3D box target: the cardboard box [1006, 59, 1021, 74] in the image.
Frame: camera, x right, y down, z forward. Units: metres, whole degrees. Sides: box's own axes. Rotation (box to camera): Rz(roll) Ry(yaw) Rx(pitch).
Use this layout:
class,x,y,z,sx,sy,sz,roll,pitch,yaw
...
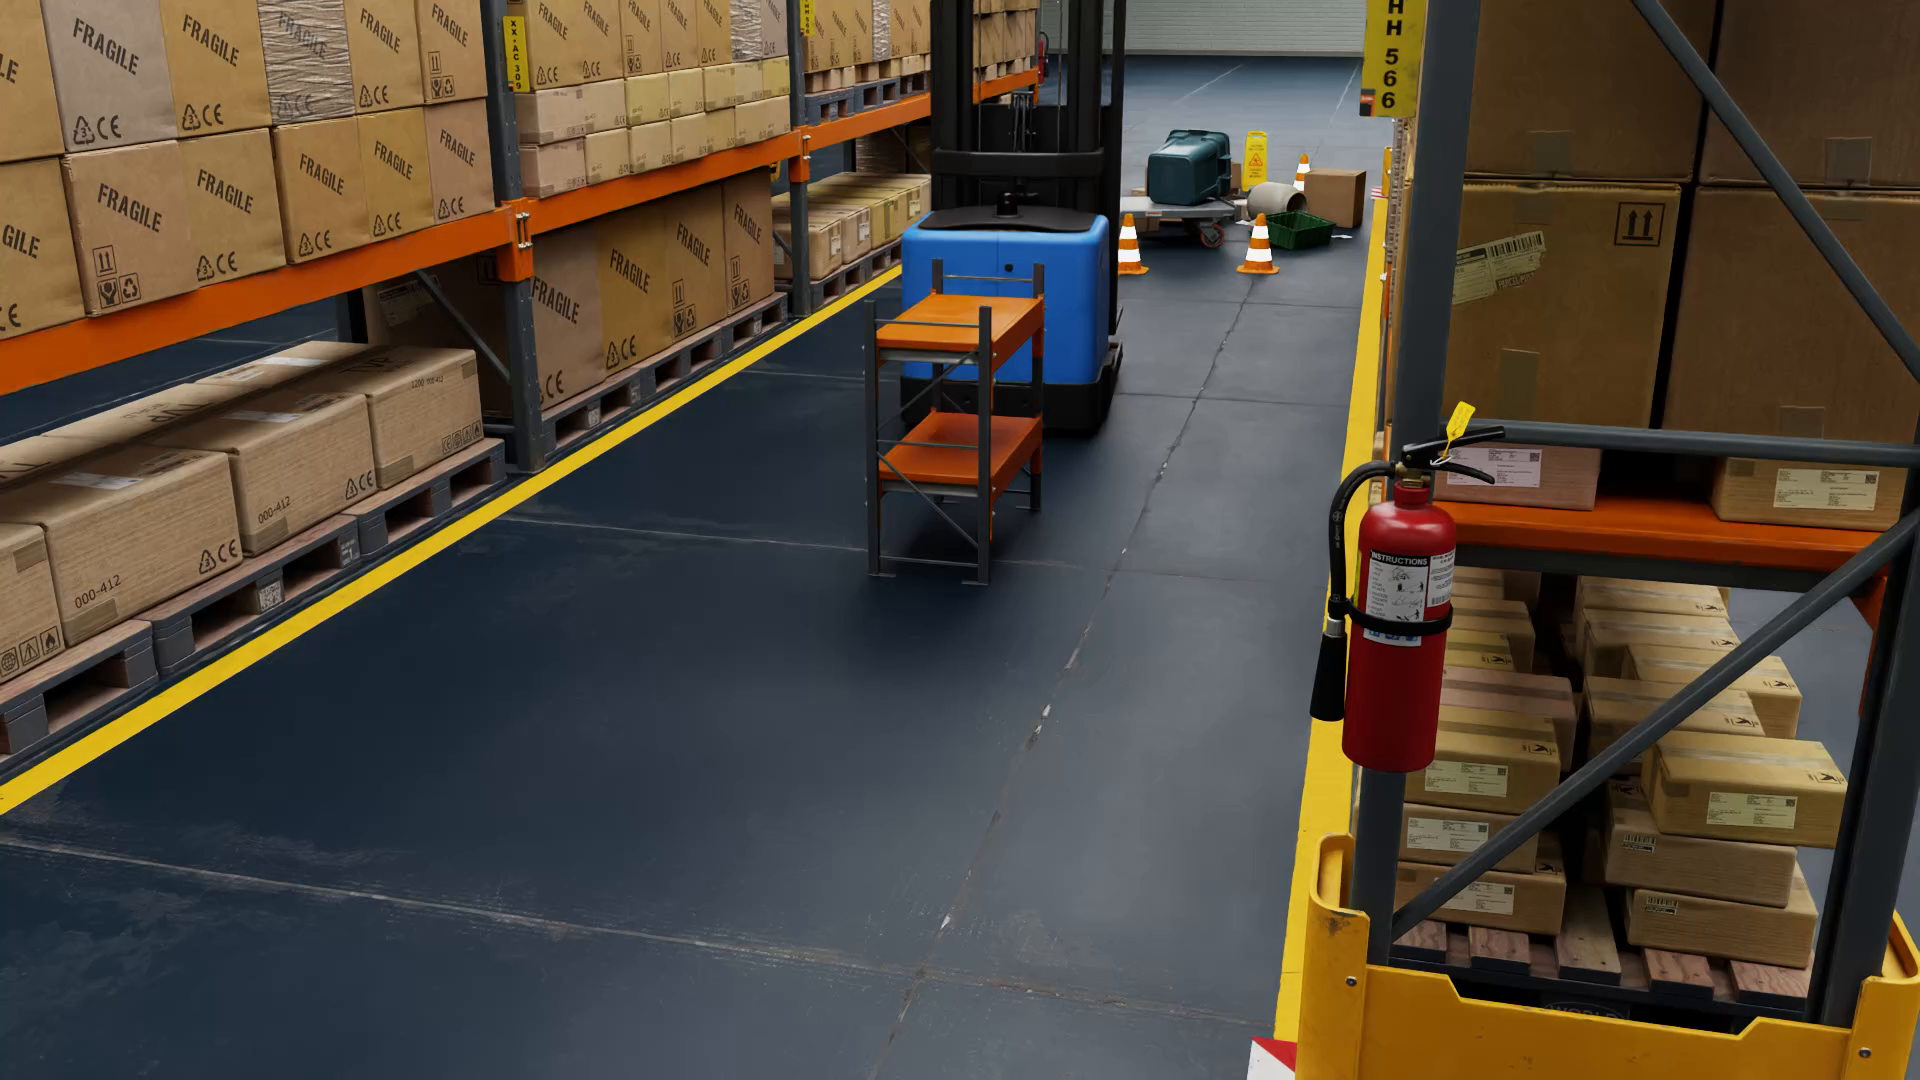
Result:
class,x,y,z,sx,sy,sz,roll,pitch,yaw
cardboard box,0.437,-5.045,17.705,0.380,0.149,0.250,5,19,14

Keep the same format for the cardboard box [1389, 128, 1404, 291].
class,x,y,z,sx,sy,sz,roll,pitch,yaw
cardboard box,1.546,-0.999,4.856,0.500,0.500,0.500,6,20,16

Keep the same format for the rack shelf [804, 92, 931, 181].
class,x,y,z,sx,sy,sz,roll,pitch,yaw
rack shelf,-1.073,-3.326,13.399,1.077,0.370,4.000,5,19,13

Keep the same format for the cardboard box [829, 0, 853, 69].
class,x,y,z,sx,sy,sz,roll,pitch,yaw
cardboard box,-1.107,-3.713,12.154,0.500,0.500,0.500,6,20,16

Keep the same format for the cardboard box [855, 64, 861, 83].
class,x,y,z,sx,sy,sz,roll,pitch,yaw
cardboard box,-0.987,-3.633,12.922,0.380,0.149,0.250,5,20,16

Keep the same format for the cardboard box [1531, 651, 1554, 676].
class,x,y,z,sx,sy,sz,roll,pitch,yaw
cardboard box,1.451,0.409,4.649,0.380,0.149,0.250,4,19,13

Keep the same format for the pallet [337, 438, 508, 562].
class,x,y,z,sx,sy,sz,roll,pitch,yaw
pallet,-2.801,-0.234,7.548,1.003,0.211,1.213,5,19,13

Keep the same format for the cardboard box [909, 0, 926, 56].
class,x,y,z,sx,sy,sz,roll,pitch,yaw
cardboard box,-0.595,-4.362,14.053,0.500,0.500,0.500,5,19,14

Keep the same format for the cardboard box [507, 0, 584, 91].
class,x,y,z,sx,sy,sz,roll,pitch,yaw
cardboard box,-2.153,-2.422,7.936,0.500,0.500,0.500,5,19,14

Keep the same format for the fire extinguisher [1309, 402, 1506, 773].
class,x,y,z,sx,sy,sz,roll,pitch,yaw
fire extinguisher,0.799,0.082,3.003,0.296,0.674,0.183,5,19,13

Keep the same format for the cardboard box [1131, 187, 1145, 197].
class,x,y,z,sx,sy,sz,roll,pitch,yaw
cardboard box,2.031,-3.628,17.580,0.380,0.149,0.250,17,25,41

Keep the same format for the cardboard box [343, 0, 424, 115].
class,x,y,z,sx,sy,sz,roll,pitch,yaw
cardboard box,-2.519,-1.979,6.638,0.500,0.500,0.500,4,19,13

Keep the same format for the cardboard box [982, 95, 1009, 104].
class,x,y,z,sx,sy,sz,roll,pitch,yaw
cardboard box,0.295,-4.554,17.320,0.380,0.149,0.250,6,20,16

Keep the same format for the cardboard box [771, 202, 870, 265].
class,x,y,z,sx,sy,sz,roll,pitch,yaw
cardboard box,-1.242,-2.403,12.999,0.950,0.372,0.625,4,19,12

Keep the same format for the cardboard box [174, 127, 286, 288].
class,x,y,z,sx,sy,sz,roll,pitch,yaw
cardboard box,-2.776,-1.185,5.861,0.500,0.500,0.500,5,20,15

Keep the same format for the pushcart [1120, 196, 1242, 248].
class,x,y,z,sx,sy,sz,roll,pitch,yaw
pushcart,1.639,-2.888,15.060,1.648,0.377,0.936,-2,19,-6

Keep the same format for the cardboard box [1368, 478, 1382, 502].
class,x,y,z,sx,sy,sz,roll,pitch,yaw
cardboard box,1.885,-0.188,6.858,0.380,0.149,0.250,4,19,11

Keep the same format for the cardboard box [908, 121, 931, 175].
class,x,y,z,sx,sy,sz,roll,pitch,yaw
cardboard box,-0.179,-3.710,15.852,0.500,0.500,0.500,6,20,16

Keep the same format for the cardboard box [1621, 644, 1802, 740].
class,x,y,z,sx,sy,sz,roll,pitch,yaw
cardboard box,1.902,0.393,4.236,0.380,0.149,0.250,5,19,13

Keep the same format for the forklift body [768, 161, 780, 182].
class,x,y,z,sx,sy,sz,roll,pitch,yaw
forklift body,-3.116,-4.798,17.908,2.313,2.155,1.214,5,19,13

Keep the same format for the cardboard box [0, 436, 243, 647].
class,x,y,z,sx,sy,sz,roll,pitch,yaw
cardboard box,-3.237,-0.021,5.923,0.875,0.438,0.875,5,20,15

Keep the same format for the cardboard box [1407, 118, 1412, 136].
class,x,y,z,sx,sy,sz,roll,pitch,yaw
cardboard box,1.303,-1.156,3.771,0.500,0.500,0.500,4,19,12

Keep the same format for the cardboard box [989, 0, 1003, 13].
class,x,y,z,sx,sy,sz,roll,pitch,yaw
cardboard box,0.028,-5.389,16.164,0.700,0.500,0.500,4,19,12

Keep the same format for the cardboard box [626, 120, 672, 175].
class,x,y,z,sx,sy,sz,roll,pitch,yaw
cardboard box,-1.910,-2.154,9.085,0.500,0.250,0.500,4,19,13

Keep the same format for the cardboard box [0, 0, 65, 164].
class,x,y,z,sx,sy,sz,roll,pitch,yaw
cardboard box,-3.004,-1.343,4.779,0.500,0.500,0.500,4,19,12

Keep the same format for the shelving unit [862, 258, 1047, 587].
class,x,y,z,sx,sy,sz,roll,pitch,yaw
shelving unit,-0.002,-0.530,7.000,0.538,1.125,1.048,5,19,13

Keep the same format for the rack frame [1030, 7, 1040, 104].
class,x,y,z,sx,sy,sz,roll,pitch,yaw
rack frame,0.393,-5.547,18.788,1.000,3.000,0.127,5,19,13

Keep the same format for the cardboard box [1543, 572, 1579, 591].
class,x,y,z,sx,sy,sz,roll,pitch,yaw
cardboard box,2.037,0.058,5.218,0.380,0.149,0.250,5,19,14

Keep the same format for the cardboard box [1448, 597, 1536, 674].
class,x,y,z,sx,sy,sz,roll,pitch,yaw
cardboard box,1.374,0.268,4.603,0.380,0.149,0.250,4,19,11

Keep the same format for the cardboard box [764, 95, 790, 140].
class,x,y,z,sx,sy,sz,roll,pitch,yaw
cardboard box,-1.434,-2.790,10.947,0.500,0.250,0.500,4,19,11

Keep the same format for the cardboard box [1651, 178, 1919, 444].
class,x,y,z,sx,sy,sz,roll,pitch,yaw
cardboard box,1.686,-0.480,3.338,0.500,0.500,0.500,6,20,16

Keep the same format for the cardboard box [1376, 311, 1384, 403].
class,x,y,z,sx,sy,sz,roll,pitch,yaw
cardboard box,2.348,-0.855,8.269,0.500,0.500,0.500,4,19,12

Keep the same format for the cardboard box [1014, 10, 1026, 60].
class,x,y,z,sx,sy,sz,roll,pitch,yaw
cardboard box,0.400,-5.387,17.704,0.500,0.500,0.500,5,19,14

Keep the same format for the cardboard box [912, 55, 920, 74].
class,x,y,z,sx,sy,sz,roll,pitch,yaw
cardboard box,-0.552,-4.026,14.072,0.380,0.149,0.250,4,19,12

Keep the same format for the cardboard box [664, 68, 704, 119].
class,x,y,z,sx,sy,sz,roll,pitch,yaw
cardboard box,-1.787,-2.548,9.465,0.500,0.250,0.500,4,19,12

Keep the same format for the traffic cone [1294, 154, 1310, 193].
class,x,y,z,sx,sy,sz,roll,pitch,yaw
traffic cone,3.711,-3.933,17.988,0.336,0.463,0.334,5,19,13

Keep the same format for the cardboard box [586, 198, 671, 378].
class,x,y,z,sx,sy,sz,roll,pitch,yaw
cardboard box,-2.252,-1.464,9.470,0.875,0.875,0.875,5,20,15

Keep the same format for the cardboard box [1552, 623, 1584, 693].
class,x,y,z,sx,sy,sz,roll,pitch,yaw
cardboard box,1.921,0.365,4.780,0.380,0.149,0.250,4,19,11

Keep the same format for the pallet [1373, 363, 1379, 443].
class,x,y,z,sx,sy,sz,roll,pitch,yaw
pallet,2.770,-0.735,9.013,1.003,0.211,1.213,5,19,13

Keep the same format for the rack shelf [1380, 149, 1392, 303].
class,x,y,z,sx,sy,sz,roll,pitch,yaw
rack shelf,2.774,-1.713,8.676,1.077,0.370,4.000,5,19,13

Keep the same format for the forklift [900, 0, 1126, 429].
class,x,y,z,sx,sy,sz,roll,pitch,yaw
forklift,0.413,-2.398,9.673,1.130,2.935,3.031,3,19,8

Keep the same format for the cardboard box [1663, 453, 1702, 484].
class,x,y,z,sx,sy,sz,roll,pitch,yaw
cardboard box,1.727,-0.213,3.559,0.380,0.149,0.250,5,20,15

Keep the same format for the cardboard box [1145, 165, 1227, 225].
class,x,y,z,sx,sy,sz,roll,pitch,yaw
cardboard box,2.198,-3.386,16.113,0.797,0.637,0.503,5,19,13

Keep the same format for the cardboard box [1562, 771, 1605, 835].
class,x,y,z,sx,sy,sz,roll,pitch,yaw
cardboard box,1.785,0.671,4.342,0.380,0.149,0.250,5,19,14

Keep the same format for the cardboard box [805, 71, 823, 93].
class,x,y,z,sx,sy,sz,roll,pitch,yaw
cardboard box,-1.201,-3.293,11.927,0.380,0.149,0.250,3,19,10

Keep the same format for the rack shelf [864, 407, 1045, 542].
class,x,y,z,sx,sy,sz,roll,pitch,yaw
rack shelf,-0.002,-0.299,7.079,0.538,0.278,1.000,5,19,13

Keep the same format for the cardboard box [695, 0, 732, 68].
class,x,y,z,sx,sy,sz,roll,pitch,yaw
cardboard box,-1.680,-3.061,9.807,0.500,0.500,0.500,5,19,13

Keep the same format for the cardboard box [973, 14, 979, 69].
class,x,y,z,sx,sy,sz,roll,pitch,yaw
cardboard box,-0.107,-4.757,15.859,0.500,0.500,0.500,5,19,13

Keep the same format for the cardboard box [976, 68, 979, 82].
class,x,y,z,sx,sy,sz,roll,pitch,yaw
cardboard box,-0.021,-4.578,16.339,0.380,0.149,0.250,5,19,13

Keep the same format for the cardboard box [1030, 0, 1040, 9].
class,x,y,z,sx,sy,sz,roll,pitch,yaw
cardboard box,0.480,-6.031,18.043,0.700,0.500,0.500,4,19,12

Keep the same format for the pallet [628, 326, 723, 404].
class,x,y,z,sx,sy,sz,roll,pitch,yaw
pallet,-2.128,-1.098,10.076,1.003,0.211,1.213,5,19,13

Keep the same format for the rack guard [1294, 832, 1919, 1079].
class,x,y,z,sx,sy,sz,roll,pitch,yaw
rack guard,1.327,0.986,3.528,1.175,0.500,0.348,5,19,13

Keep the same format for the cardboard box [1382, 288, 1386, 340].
class,x,y,z,sx,sy,sz,roll,pitch,yaw
cardboard box,2.222,-1.051,7.682,0.500,0.250,0.500,4,19,12

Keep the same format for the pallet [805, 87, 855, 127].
class,x,y,z,sx,sy,sz,roll,pitch,yaw
pallet,-1.491,-3.181,12.157,1.213,0.211,1.003,5,19,13
